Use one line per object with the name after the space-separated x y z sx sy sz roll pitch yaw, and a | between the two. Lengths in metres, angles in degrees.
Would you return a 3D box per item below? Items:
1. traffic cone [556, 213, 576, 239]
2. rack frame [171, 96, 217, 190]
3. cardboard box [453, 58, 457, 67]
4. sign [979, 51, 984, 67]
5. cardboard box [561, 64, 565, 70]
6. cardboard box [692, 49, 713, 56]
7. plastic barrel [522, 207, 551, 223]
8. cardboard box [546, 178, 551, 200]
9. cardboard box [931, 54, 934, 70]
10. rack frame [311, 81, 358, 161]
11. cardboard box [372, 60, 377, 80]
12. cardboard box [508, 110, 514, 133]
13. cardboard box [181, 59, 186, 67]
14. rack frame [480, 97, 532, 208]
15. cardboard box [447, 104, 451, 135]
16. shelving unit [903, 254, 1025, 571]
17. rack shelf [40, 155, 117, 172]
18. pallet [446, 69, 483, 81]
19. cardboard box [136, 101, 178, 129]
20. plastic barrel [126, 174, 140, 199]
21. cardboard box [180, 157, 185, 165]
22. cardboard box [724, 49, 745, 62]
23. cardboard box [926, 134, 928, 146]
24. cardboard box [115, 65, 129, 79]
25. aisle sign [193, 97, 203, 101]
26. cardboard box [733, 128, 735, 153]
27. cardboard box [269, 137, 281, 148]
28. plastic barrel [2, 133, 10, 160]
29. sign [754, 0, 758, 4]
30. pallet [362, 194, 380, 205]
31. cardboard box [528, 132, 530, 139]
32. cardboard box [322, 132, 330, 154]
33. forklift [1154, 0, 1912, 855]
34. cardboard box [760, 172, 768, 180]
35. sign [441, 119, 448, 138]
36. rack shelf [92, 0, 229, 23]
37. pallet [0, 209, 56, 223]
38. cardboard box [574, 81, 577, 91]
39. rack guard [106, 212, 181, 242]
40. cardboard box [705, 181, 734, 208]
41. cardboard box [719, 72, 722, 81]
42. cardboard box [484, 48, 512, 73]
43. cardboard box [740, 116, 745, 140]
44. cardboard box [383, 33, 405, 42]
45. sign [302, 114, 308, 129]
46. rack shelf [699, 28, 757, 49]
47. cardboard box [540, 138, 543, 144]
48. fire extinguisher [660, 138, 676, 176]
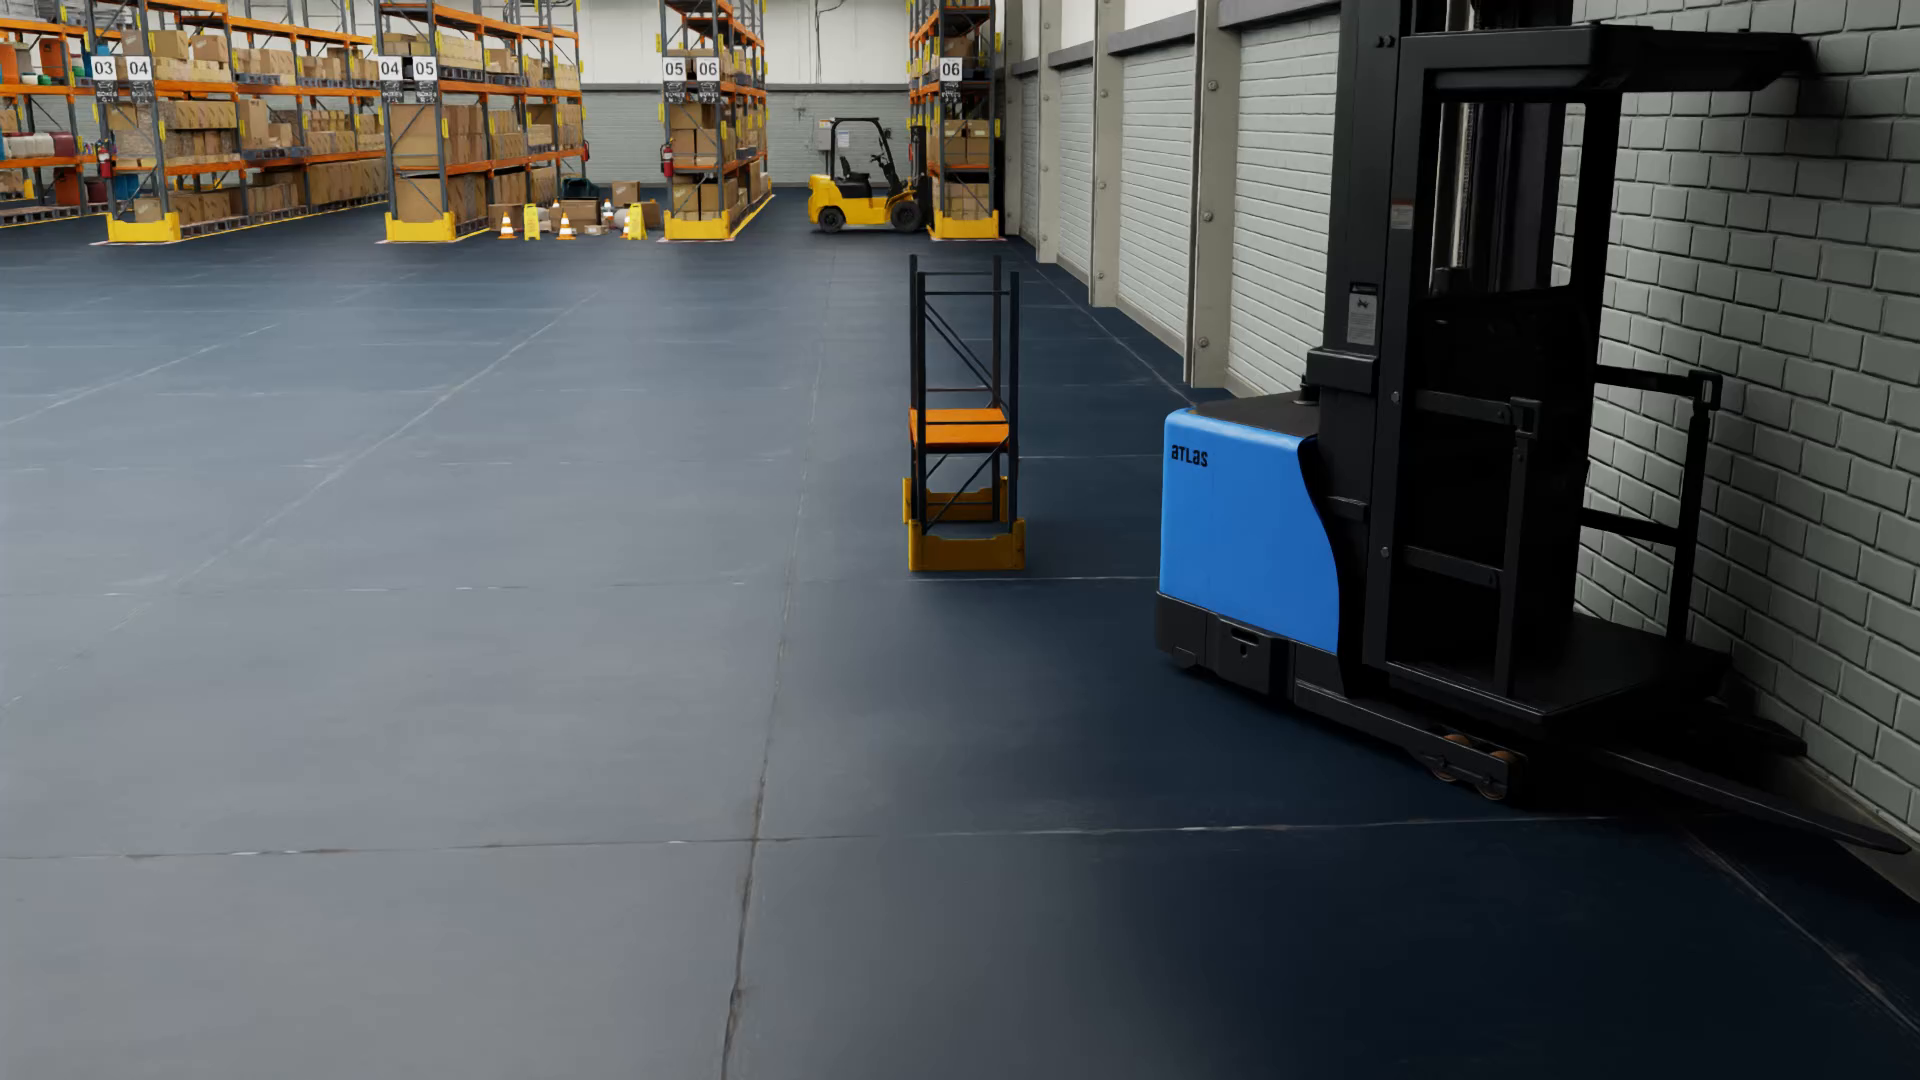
-7.228 -5.754 30.462 0.336 0.463 0.334 -1 14 -3 | traffic cone
-20.653 -10.747 44.777 1.000 3.000 0.127 -1 14 -3 | rack frame
-9.525 -8.820 30.728 0.380 0.149 0.250 -1 14 -3 | cardboard box
0.433 -9.820 33.957 0.100 0.325 0.005 -1 14 -3 | sign
-10.315 -12.099 42.509 0.380 0.149 0.250 0 14 -1 | cardboard box
-4.645 -8.806 30.117 0.380 0.149 0.250 -1 14 -4 | cardboard box
-8.408 -6.385 32.991 0.512 0.421 0.421 10 18 35 | plastic barrel
-10.149 -8.438 39.974 0.500 0.500 0.500 -1 14 -5 | cardboard box
-0.313 -9.520 33.125 0.500 0.311 0.500 -1 14 -2 | cardboard box
-15.461 -9.829 41.207 1.000 3.000 0.127 -1 14 -3 | rack frame
-15.709 -12.306 43.572 0.700 0.500 0.500 -1 14 -5 | cardboard box
-10.206 -9.181 36.481 0.700 0.500 0.500 -1 14 -4 | cardboard box
-14.551 -8.814 30.743 0.380 0.149 0.250 -2 15 -6 | cardboard box
-10.257 -8.885 37.541 1.000 3.000 0.127 -1 14 -3 | rack frame
-9.872 -7.720 30.542 0.875 0.550 0.550 -1 14 -3 | cardboard box
0.005 -0.707 8.766 0.587 1.500 1.083 -1 14 -3 | shelving unit
-20.281 -8.907 39.067 1.077 0.370 4.000 -1 14 -3 | rack shelf
-9.969 -9.097 32.520 1.003 0.211 1.213 -1 14 -3 | pallet
-14.480 -7.662 29.982 0.500 0.500 0.500 -1 14 -3 | cardboard box
-20.388 -8.804 40.593 0.600 0.901 0.708 -1 14 -3 | plastic barrel
-14.531 -6.984 30.655 0.380 0.149 0.250 -1 14 -3 | cardboard box
-4.752 -10.093 34.670 0.500 0.250 0.500 -1 14 -5 | cardboard box
-0.446 -8.485 35.283 0.500 0.250 0.500 -1 14 -5 | cardboard box
-15.001 -8.340 29.704 0.500 0.250 0.500 -1 14 -2 | cardboard box
-20.365 -12.029 44.540 0.394 0.787 0.004 -1 14 -3 | aisle sign
-4.760 -7.950 33.108 0.500 0.500 0.500 0 14 -2 | cardboard box
-14.841 -8.562 35.710 0.396 0.266 0.258 -1 14 -5 | cardboard box
-19.750 -8.070 34.098 0.433 0.535 0.433 0 14 0 | plastic barrel
-5.030 -13.389 40.972 0.100 0.325 0.005 -1 14 -3 | sign
-15.430 -8.669 42.295 1.003 0.211 1.213 -1 14 -3 | pallet
-10.105 -9.302 38.224 0.380 0.149 0.250 0 14 -1 | cardboard box
-15.042 -9.263 38.808 0.500 0.500 0.500 -1 14 -4 | cardboard box
2.070 -0.676 5.773 1.130 2.935 3.031 -10 17 -34 | forklift
-5.678 -9.777 45.303 0.875 0.438 0.875 -1 14 -5 | cardboard box
-9.207 -7.361 29.718 0.100 0.325 0.005 -1 14 -3 | sign
-14.842 -9.897 30.884 1.077 0.370 4.000 -1 14 -3 | rack shelf
-20.075 -6.911 35.464 1.003 0.211 1.213 -1 14 -3 | pallet
-10.421 -12.019 44.002 0.500 0.250 0.500 -1 14 -3 | cardboard box
-14.723 -5.653 29.993 1.175 0.500 0.348 -1 14 -3 | rack guard
-4.663 -6.698 32.209 0.500 0.500 0.500 -1 14 -2 | cardboard box
-4.524 -8.416 30.200 0.380 0.149 0.250 -1 14 -3 | cardboard box
-9.870 -10.210 35.426 0.500 0.500 0.500 -1 14 -3 | cardboard box
-4.909 -8.884 35.897 0.500 0.500 0.500 -1 15 -6 | cardboard box
-10.121 -8.943 29.607 0.380 0.149 0.250 -1 14 -3 | cardboard box
-14.673 -9.367 37.248 0.100 0.325 0.005 -1 14 -3 | sign
-5.447 -11.848 39.261 1.077 0.370 4.000 -1 14 -3 | rack shelf
-10.199 -9.542 39.755 0.380 0.149 0.250 0 14 -1 | cardboard box
-5.280 -6.924 30.074 0.296 0.674 0.183 -1 14 -3 | fire extinguisher
